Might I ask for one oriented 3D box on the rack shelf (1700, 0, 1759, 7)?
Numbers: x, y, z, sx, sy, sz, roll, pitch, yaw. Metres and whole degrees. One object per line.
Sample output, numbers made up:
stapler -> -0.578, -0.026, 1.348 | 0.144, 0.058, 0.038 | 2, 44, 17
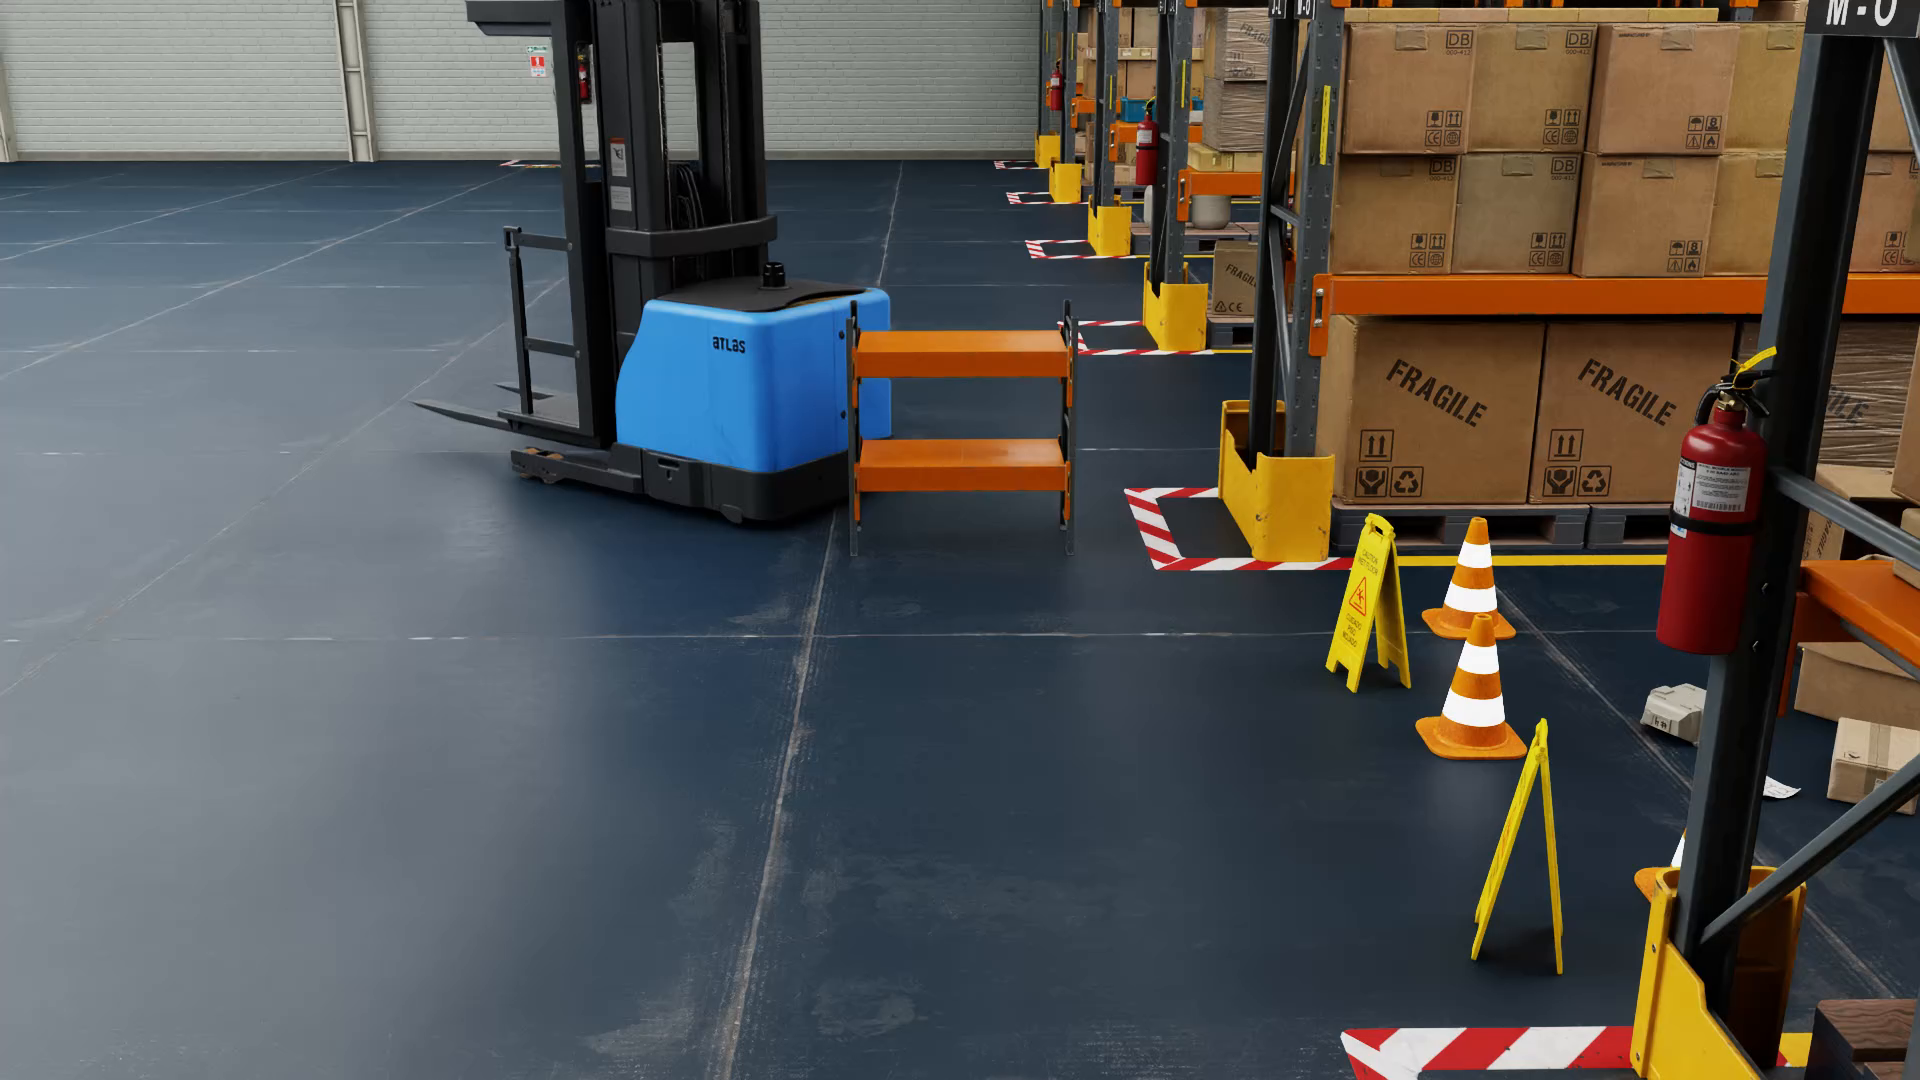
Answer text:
rack shelf -> 7.588, -4.133, 12.289 | 4.000, 0.370, 1.077 | 0, 18, -1

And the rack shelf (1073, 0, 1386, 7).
rack shelf -> 3.436, -7.140, 21.661 | 4.000, 0.370, 1.077 | 0, 18, -1

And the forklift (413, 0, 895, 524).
forklift -> -1.834, -1.811, 8.895 | 3.031, 2.935, 1.130 | 13, 22, 34

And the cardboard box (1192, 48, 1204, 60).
cardboard box -> 3.119, -6.344, 21.687 | 0.250, 0.149, 0.380 | -1, 18, -2

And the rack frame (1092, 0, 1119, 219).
rack frame -> 1.510, -4.531, 17.263 | 0.127, 3.000, 1.000 | 0, 18, -1

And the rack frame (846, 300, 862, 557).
rack frame -> -0.502, -0.533, 7.868 | 0.032, 1.125, 0.500 | 0, 18, -1

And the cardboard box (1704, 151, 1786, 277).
cardboard box -> 3.577, -1.579, 7.814 | 0.500, 0.550, 0.875 | 0, 18, -1

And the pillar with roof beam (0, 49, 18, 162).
pillar with roof beam -> -15.890, -9.280, 22.244 | 0.400, 9.000, 9.100 | 0, 18, -1

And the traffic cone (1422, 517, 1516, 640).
traffic cone -> 2.119, 0.136, 6.867 | 0.334, 0.463, 0.336 | 0, 18, -1

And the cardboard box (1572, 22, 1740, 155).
cardboard box -> 3.048, -2.071, 7.579 | 0.550, 0.550, 0.875 | 0, 18, -1

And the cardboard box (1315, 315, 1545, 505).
cardboard box -> 2.243, -0.715, 8.157 | 0.875, 0.875, 0.875 | 0, 18, -1

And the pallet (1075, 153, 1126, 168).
pallet -> 2.243, -6.223, 27.101 | 1.213, 0.211, 1.003 | 0, 18, -1

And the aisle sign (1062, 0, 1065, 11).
aisle sign -> 1.366, -7.372, 21.860 | 0.004, 0.787, 0.394 | 0, 18, -1

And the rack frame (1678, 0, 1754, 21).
rack frame -> 5.588, -3.038, 12.607 | 0.127, 3.000, 1.000 | 0, 18, -1

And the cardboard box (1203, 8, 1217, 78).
cardboard box -> 2.135, -3.762, 12.577 | 0.500, 0.500, 0.500 | 0, 18, -1

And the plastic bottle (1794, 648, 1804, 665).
plastic bottle -> 3.429, 0.456, 6.527 | 0.283, 0.061, 0.133 | -7, 19, -20

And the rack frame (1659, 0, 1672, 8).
rack frame -> 9.435, -6.083, 22.099 | 0.127, 3.000, 1.000 | 0, 18, -1

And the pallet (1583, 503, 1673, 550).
pallet -> 3.581, -0.208, 8.351 | 1.213, 0.211, 1.003 | 0, 18, -1

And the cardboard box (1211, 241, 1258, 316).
cardboard box -> 2.213, -2.026, 12.858 | 0.500, 0.500, 0.500 | 3, 18, 9

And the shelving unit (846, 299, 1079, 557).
shelving unit -> 0.007, -0.536, 7.876 | 1.048, 1.125, 0.538 | 0, 18, -1

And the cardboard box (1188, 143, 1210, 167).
cardboard box -> 1.870, -2.964, 12.786 | 0.250, 0.149, 0.380 | 0, 18, -1

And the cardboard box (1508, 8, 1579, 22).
cardboard box -> 4.143, -3.612, 12.110 | 0.500, 0.500, 0.500 | 0, 18, -1

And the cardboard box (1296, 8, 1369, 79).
cardboard box -> 2.643, -3.604, 12.083 | 0.500, 0.500, 0.500 | 0, 18, -1

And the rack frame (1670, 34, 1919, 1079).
rack frame -> 1.745, 0.008, 3.112 | 0.127, 3.000, 1.000 | 0, 18, -1

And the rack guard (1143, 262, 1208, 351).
rack guard -> 1.665, -1.829, 12.930 | 0.348, 0.500, 1.175 | 0, 18, -1

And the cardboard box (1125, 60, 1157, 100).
cardboard box -> 2.428, -6.094, 21.971 | 0.500, 0.500, 0.700 | 0, 18, 1

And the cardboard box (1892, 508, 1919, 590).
cardboard box -> 2.116, 0.060, 3.360 | 0.250, 0.149, 0.380 | 0, 18, 1

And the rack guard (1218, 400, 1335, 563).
rack guard -> 1.542, -0.313, 8.205 | 0.348, 0.500, 1.175 | 0, 18, -1

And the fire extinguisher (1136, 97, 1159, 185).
fire extinguisher -> 1.467, -3.122, 12.996 | 0.183, 0.674, 0.296 | 0, 18, -1

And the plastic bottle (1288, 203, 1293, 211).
plastic bottle -> 3.594, -3.551, 17.932 | 0.133, 0.283, 0.061 | 0, 18, -1

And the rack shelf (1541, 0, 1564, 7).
rack shelf -> 11.353, -8.691, 26.497 | 4.000, 0.370, 1.077 | 0, 18, -1

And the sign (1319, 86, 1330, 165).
sign -> 1.569, -1.784, 7.150 | 0.005, 0.325, 0.100 | 0, 18, -1

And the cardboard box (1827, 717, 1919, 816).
cardboard box -> 3.023, 0.742, 5.490 | 0.250, 0.149, 0.380 | 10, 20, 28

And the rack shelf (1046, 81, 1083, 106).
rack shelf -> 3.354, -7.224, 26.835 | 4.000, 0.370, 1.077 | 0, 18, -1

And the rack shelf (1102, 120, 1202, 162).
rack shelf -> 3.510, -4.199, 17.403 | 4.000, 0.370, 1.077 | 0, 18, -1

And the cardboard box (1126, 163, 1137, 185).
cardboard box -> 2.476, -4.873, 22.142 | 0.500, 0.250, 0.500 | 0, 18, -1

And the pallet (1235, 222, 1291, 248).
pallet -> 3.615, -3.226, 17.757 | 1.213, 0.211, 1.003 | 0, 18, -1

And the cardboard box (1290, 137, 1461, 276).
cardboard box -> 1.936, -1.590, 7.849 | 0.550, 0.550, 0.875 | 0, 18, -1

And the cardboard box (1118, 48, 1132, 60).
cardboard box -> 2.096, -6.339, 21.672 | 0.250, 0.149, 0.380 | -1, 18, -2

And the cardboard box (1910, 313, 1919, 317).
cardboard box -> 4.935, -0.729, 8.201 | 0.875, 0.875, 0.875 | 0, 18, 0

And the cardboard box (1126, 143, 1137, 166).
cardboard box -> 2.476, -5.230, 22.026 | 0.500, 0.500, 0.500 | 0, 18, -1

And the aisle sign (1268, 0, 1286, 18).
aisle sign -> 1.490, -2.832, 7.711 | 0.004, 0.787, 0.394 | 0, 18, -1

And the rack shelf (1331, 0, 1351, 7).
rack shelf -> 3.566, -2.599, 7.505 | 4.000, 0.370, 1.077 | 0, 18, -1

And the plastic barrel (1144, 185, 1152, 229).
plastic barrel -> 2.167, -3.573, 17.661 | 0.421, 0.512, 0.421 | 0, 18, 0

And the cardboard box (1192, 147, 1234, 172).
cardboard box -> 1.877, -2.828, 12.363 | 0.250, 0.149, 0.380 | 0, 18, -1

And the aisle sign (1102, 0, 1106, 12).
aisle sign -> 1.443, -5.679, 16.586 | 0.004, 0.787, 0.394 | 0, 18, -1

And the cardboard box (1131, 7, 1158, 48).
cardboard box -> 2.482, -6.712, 21.774 | 0.500, 0.500, 0.700 | -1, 18, -2

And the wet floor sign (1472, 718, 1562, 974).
wet floor sign -> 1.538, 0.803, 4.487 | 0.232, 0.644, 0.267 | 6, 19, 18

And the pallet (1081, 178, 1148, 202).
pallet -> 2.200, -4.733, 22.456 | 1.213, 0.211, 1.003 | 0, 18, -1

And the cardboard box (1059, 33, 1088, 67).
cardboard box -> 1.836, -7.763, 26.322 | 0.500, 0.500, 0.500 | 0, 18, -1

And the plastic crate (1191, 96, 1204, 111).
plastic crate -> 2.656, -4.556, 17.582 | 0.408, 0.251, 0.499 | 0, 18, -1
